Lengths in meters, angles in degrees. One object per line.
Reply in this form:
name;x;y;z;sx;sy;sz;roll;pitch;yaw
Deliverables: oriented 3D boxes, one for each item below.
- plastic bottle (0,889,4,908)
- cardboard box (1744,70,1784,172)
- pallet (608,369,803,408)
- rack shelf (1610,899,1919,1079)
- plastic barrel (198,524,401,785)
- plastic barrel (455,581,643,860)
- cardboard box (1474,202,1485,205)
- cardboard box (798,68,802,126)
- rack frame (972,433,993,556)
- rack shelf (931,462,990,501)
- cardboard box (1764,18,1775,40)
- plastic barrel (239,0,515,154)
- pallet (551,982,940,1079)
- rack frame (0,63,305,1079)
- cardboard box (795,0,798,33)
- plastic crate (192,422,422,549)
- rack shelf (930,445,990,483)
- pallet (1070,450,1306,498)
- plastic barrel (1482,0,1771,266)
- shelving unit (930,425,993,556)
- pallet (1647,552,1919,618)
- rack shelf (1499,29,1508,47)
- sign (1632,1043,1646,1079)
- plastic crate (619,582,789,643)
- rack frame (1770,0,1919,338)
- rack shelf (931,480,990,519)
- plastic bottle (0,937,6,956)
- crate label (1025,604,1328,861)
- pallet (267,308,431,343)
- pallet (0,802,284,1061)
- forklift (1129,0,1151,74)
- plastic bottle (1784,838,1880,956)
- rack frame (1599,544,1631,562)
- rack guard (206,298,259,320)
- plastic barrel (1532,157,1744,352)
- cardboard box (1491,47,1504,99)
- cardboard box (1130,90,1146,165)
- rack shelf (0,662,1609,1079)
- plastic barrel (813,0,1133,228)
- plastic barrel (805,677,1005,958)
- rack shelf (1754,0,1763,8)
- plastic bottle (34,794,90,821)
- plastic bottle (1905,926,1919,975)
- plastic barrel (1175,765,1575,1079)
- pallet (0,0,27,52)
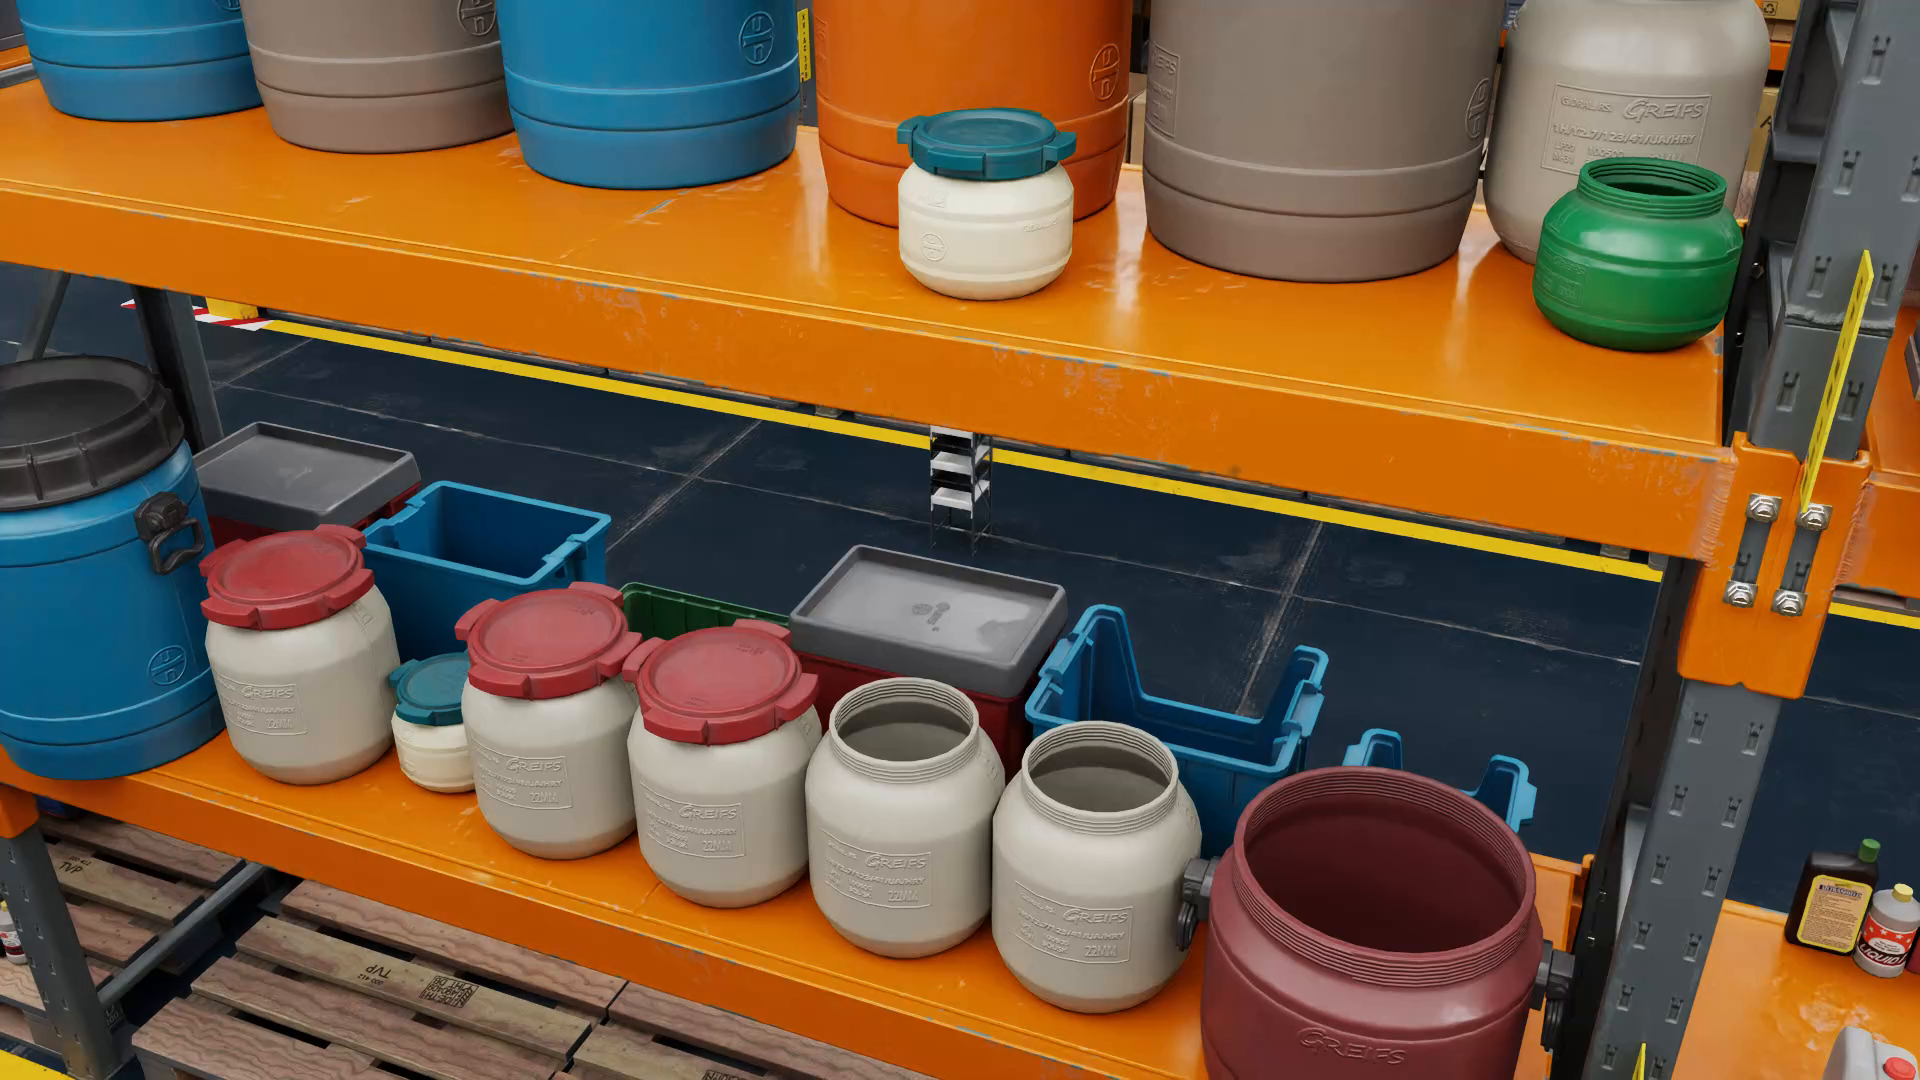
plastic bottle;-3.048;0.979;5.214;0.185;0.351;0.144;11;31;19
cardboard box;5.666;-2.757;11.338;0.750;0.750;0.750;11;31;18
pallet;-1.253;-1.139;9.551;1.213;0.211;1.003;11;31;19
rack shelf;3.163;1.494;2.789;4.000;0.370;1.077;11;31;19
plastic barrel;-1.593;0.289;4.053;0.433;0.535;0.433;0;29;0
plastic barrel;-0.913;0.424;3.813;0.433;0.535;0.433;0;29;0
cardboard box;2.238;-1.378;7.395;0.250;0.149;0.380;11;31;19
cardboard box;-0.945;-2.310;8.686;0.500;0.500;0.700;10;31;18
rack frame;0.102;-0.371;7.493;0.006;0.900;0.240;11;31;19
rack shelf;0.008;-0.283;7.587;0.200;0.077;0.258;11;31;19
cardboard box;5.252;-3.439;11.021;0.250;0.149;0.380;11;31;18
plastic barrel;-1.238;-1.337;3.509;0.600;0.901;0.600;0;29;0
pallet;-0.521;1.637;4.639;1.213;0.211;1.003;11;31;19
rack frame;-2.397;0.071;4.576;0.127;3.000;1.000;11;31;19
cardboard box;-0.945;-2.875;8.367;0.500;0.500;0.700;11;31;19
plastic crate;-1.834;-0.007;4.649;0.583;0.464;0.402;11;31;19
rack shelf;0.008;-0.361;7.542;0.200;0.077;0.258;11;31;19
pallet;1.300;-0.630;8.649;1.213;0.211;1.003;11;31;19
plastic barrel;1.137;-0.741;2.850;0.421;0.512;0.421;0;29;0
shelving unit;0.008;-0.390;7.526;0.210;0.900;0.258;11;31;19
pallet;3.853;-0.078;7.673;1.213;0.211;1.003;11;31;19
rack shelf;3.181;-3.763;12.091;4.000;0.370;1.077;11;31;19
sign;1.109;0.992;2.781;0.005;0.325;0.100;11;31;19
plastic crate;-0.677;0.357;4.286;0.662;0.188;0.450;11;31;19
rack frame;1.309;-1.801;1.791;0.127;3.000;1.000;11;31;19
rack shelf;0.008;-0.205;7.631;0.200;0.077;0.258;11;31;19
plastic bottle;-2.967;1.123;5.028;0.133;0.283;0.061;13;32;22
crate label;0.490;0.488;3.802;0.616;0.435;0.502;11;31;19
pallet;-3.514;-1.591;10.350;1.213;0.211;1.003;11;31;19
pallet;-3.004;1.142;5.516;1.213;0.211;1.003;11;31;19
forklift;1.366;-2.699;9.546;3.031;2.935;1.130;10;31;18
plastic bottle;1.845;0.742;3.507;0.133;0.283;0.061;11;31;19
rack frame;3.175;-1.447;7.262;0.127;3.000;1.000;11;31;19
rack guard;-4.260;-1.843;10.503;0.348;0.500;1.175;11;31;19
plastic barrel;1.061;-0.450;2.607;0.294;0.245;0.294;0;29;0
cardboard box;3.843;-3.380;12.012;0.500;0.250;0.500;12;32;20
cardboard box;1.126;-1.891;7.945;0.500;0.500;0.500;11;31;19
rack shelf;-0.544;0.754;4.099;4.000;0.370;1.077;11;31;19
plastic barrel;0.024;-1.054;3.081;0.708;0.830;0.600;11;31;19
plastic barrel;-0.115;0.591;3.542;0.421;0.512;0.421;0;29;0
rack shelf;5.028;-2.070;6.046;4.000;0.370;1.077;11;31;19
plastic bottle;-3.043;0.760;5.602;0.185;0.351;0.144;11;31;19
plastic bottle;2.058;0.785;3.432;0.133;0.283;0.061;11;31;19
plastic barrel;0.765;0.804;3.141;0.708;0.536;0.600;11;31;19
pallet;-3.103;-1.242;4.042;1.003;0.211;1.213;11;31;19
